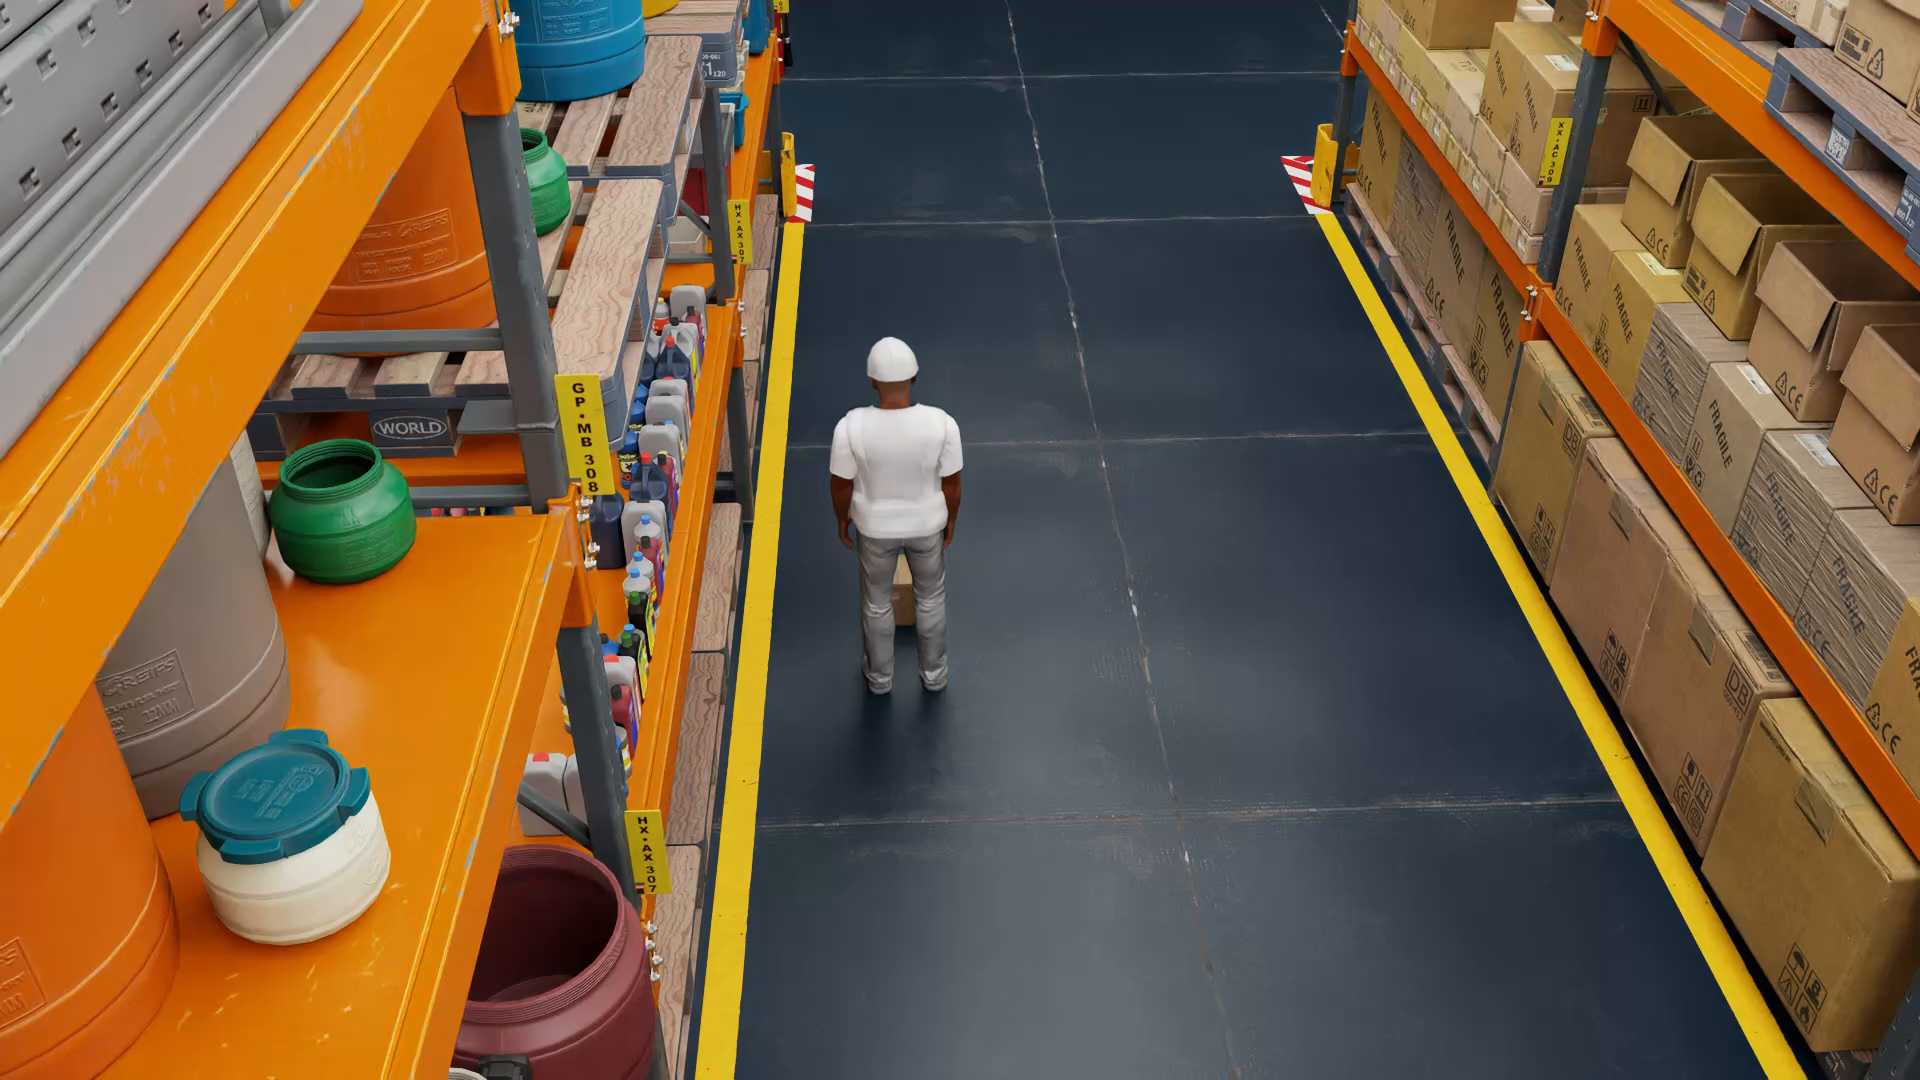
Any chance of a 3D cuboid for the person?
[{"bbox_3d":[-0.274,-0.086,7.249,0.565,1.763,0.360,-2,35,-3],"label":"person"}]
